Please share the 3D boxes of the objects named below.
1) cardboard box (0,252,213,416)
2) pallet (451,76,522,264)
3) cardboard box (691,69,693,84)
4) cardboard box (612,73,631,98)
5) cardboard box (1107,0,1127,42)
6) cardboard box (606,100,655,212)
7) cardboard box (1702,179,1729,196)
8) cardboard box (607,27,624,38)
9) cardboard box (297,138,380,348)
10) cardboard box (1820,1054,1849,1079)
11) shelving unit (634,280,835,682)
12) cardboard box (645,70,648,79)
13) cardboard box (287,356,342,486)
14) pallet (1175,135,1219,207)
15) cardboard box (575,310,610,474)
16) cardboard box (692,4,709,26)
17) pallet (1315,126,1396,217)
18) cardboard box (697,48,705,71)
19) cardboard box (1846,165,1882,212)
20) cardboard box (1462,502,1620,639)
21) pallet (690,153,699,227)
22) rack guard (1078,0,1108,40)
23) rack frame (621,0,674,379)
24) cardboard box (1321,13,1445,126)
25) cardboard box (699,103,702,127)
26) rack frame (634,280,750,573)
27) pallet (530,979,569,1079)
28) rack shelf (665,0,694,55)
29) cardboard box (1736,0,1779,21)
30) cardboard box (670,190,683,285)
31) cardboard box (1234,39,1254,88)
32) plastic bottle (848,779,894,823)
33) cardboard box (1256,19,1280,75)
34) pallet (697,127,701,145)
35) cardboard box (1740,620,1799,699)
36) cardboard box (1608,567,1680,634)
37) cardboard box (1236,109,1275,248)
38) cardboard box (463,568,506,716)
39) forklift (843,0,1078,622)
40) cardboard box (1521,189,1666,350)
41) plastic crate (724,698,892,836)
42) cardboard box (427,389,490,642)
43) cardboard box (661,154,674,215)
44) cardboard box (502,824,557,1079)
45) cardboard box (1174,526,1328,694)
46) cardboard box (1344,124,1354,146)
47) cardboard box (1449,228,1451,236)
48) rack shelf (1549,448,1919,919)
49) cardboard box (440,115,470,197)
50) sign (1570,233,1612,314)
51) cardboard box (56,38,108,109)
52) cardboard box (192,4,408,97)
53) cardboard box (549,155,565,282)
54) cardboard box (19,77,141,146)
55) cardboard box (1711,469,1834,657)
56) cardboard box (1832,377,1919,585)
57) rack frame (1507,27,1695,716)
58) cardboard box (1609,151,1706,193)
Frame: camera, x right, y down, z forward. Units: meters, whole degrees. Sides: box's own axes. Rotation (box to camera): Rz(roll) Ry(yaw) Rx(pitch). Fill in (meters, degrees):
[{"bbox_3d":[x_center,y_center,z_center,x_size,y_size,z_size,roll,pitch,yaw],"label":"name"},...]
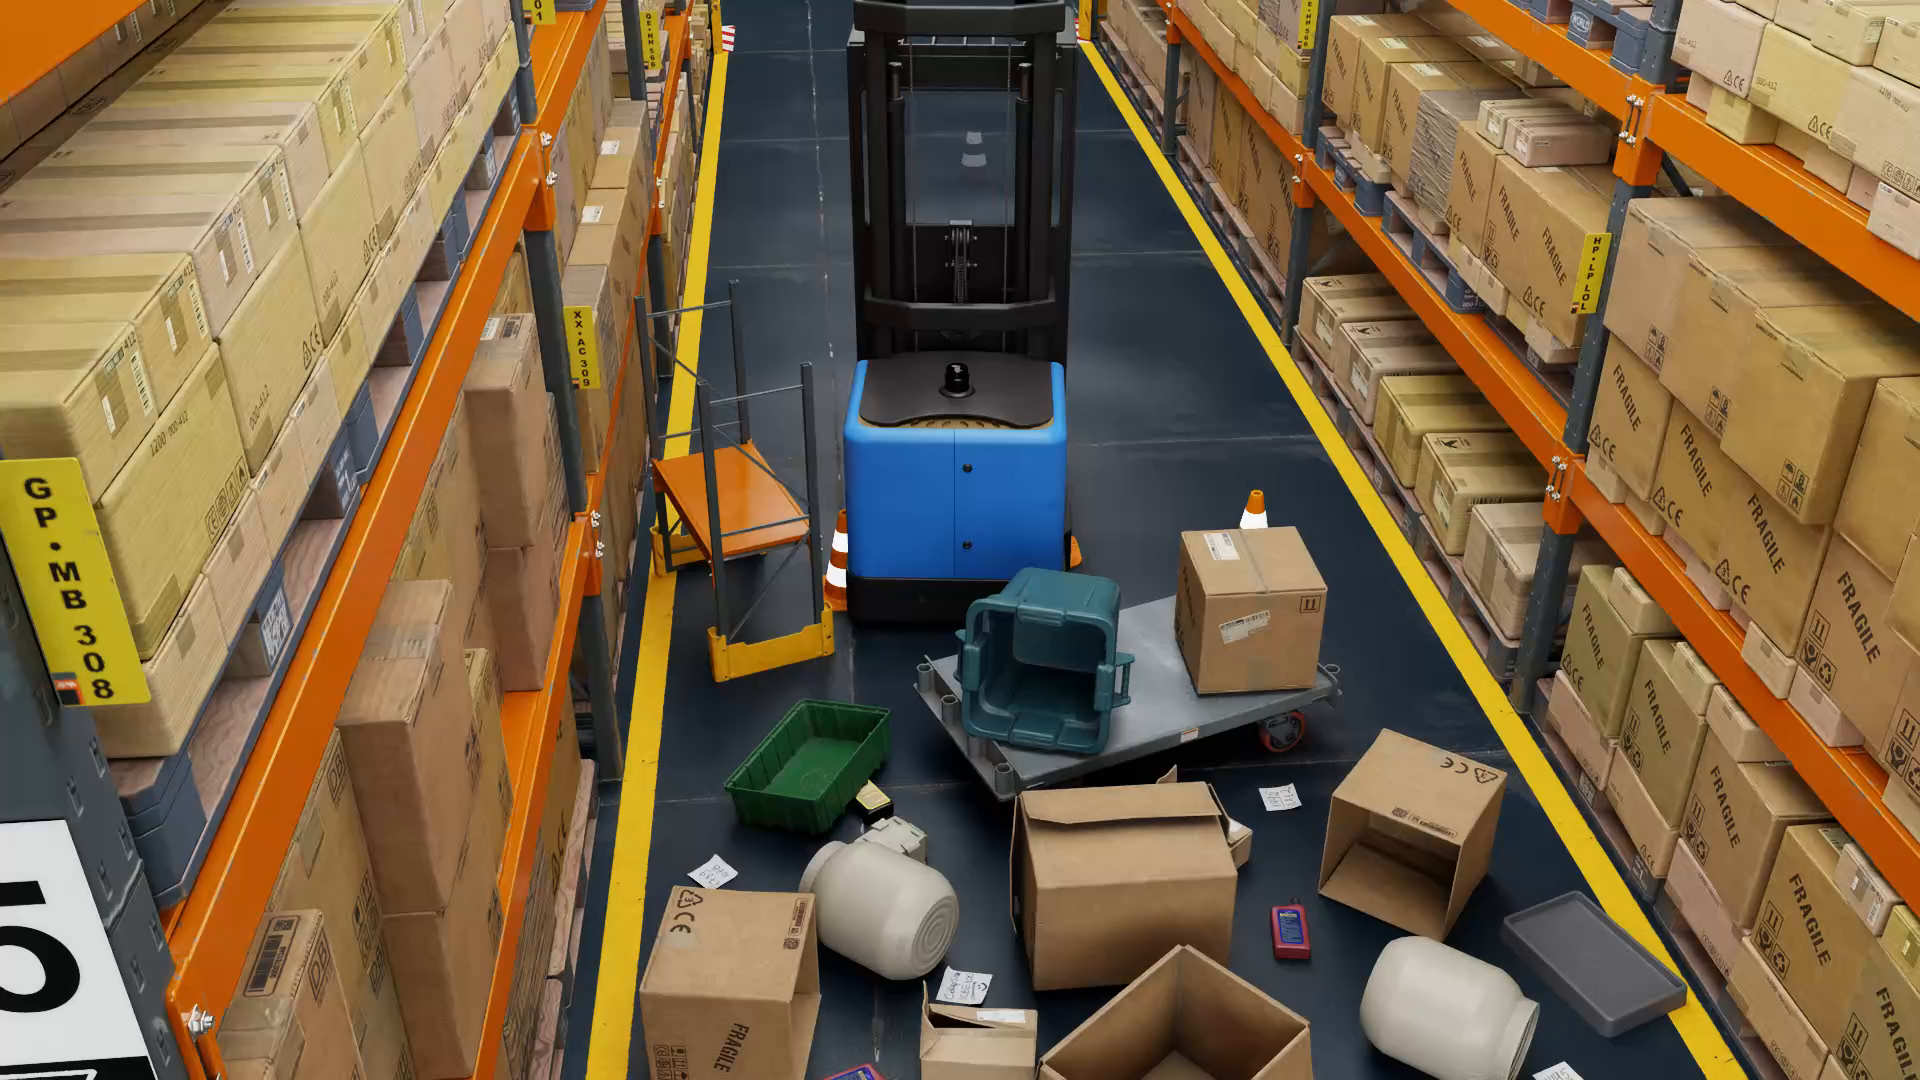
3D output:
[{"bbox_3d":[-1.297,-0.285,2.338,0.380,0.149,0.250,-3,31,-4],"label":"cardboard box"},{"bbox_3d":[-1.868,-1.100,4.827,1.003,0.211,1.213,-3,31,-5],"label":"pallet"},{"bbox_3d":[-2.474,-3.894,14.134,0.380,0.149,0.250,-1,31,-2],"label":"cardboard box"},{"bbox_3d":[-2.153,-2.767,10.003,0.380,0.149,0.250,-1,31,-2],"label":"cardboard box"},{"bbox_3d":[2.025,-5.432,17.008,0.875,0.438,0.875,-4,31,-6],"label":"cardboard box"},{"bbox_3d":[-1.998,-2.136,9.304,0.500,0.500,0.500,-3,31,-5],"label":"cardboard box"},{"bbox_3d":[3.293,-1.444,6.812,0.380,0.149,0.250,-3,31,-5],"label":"cardboard box"},{"bbox_3d":[-2.186,-3.021,10.137,0.380,0.149,0.250,-4,31,-6],"label":"cardboard box"},{"bbox_3d":[-1.446,-0.576,3.213,0.500,0.250,0.500,-3,31,-5],"label":"cardboard box"},{"bbox_3d":[2.975,1.821,5.049,0.500,0.250,0.500,-3,31,-4],"label":"cardboard box"},{"bbox_3d":[-1.076,-0.300,7.790,0.587,1.500,1.083,-13,33,-21],"label":"shelving unit"},{"bbox_3d":[-2.226,-3.033,10.739,0.380,0.149,0.250,-1,31,-2],"label":"cardboard box"},{"bbox_3d":[-1.344,-0.207,2.984,0.380,0.149,0.250,-3,31,-4],"label":"cardboard box"},{"bbox_3d":[2.385,-3.054,13.657,1.003,0.211,1.213,-3,31,-5],"label":"pallet"},{"bbox_3d":[-1.715,-0.593,6.719,0.500,0.500,0.500,-2,31,-4],"label":"cardboard box"},{"bbox_3d":[-2.636,-5.091,16.139,0.380,0.149,0.250,-3,31,-6],"label":"cardboard box"},{"bbox_3d":[2.784,-2.158,9.625,1.213,0.211,1.003,-3,31,-5],"label":"pallet"},{"bbox_3d":[-2.551,-4.423,15.311,0.380,0.149,0.250,-2,31,-4],"label":"cardboard box"},{"bbox_3d":[2.870,-1.042,4.889,0.380,0.149,0.250,-4,31,-6],"label":"cardboard box"},{"bbox_3d":[2.934,0.123,7.772,0.950,0.372,0.625,-2,31,-4],"label":"cardboard box"},{"bbox_3d":[-2.607,-2.758,13.162,1.003,0.211,1.213,-3,31,-5],"label":"pallet"},{"bbox_3d":[1.862,-5.623,17.676,1.175,0.500,0.348,-3,31,-5],"label":"rack guard"},{"bbox_3d":[-2.308,-2.310,9.693,1.000,3.000,0.127,-3,31,-5],"label":"rack frame"},{"bbox_3d":[2.423,-2.709,9.564,0.500,0.500,0.500,-4,31,-6],"label":"cardboard box"},{"bbox_3d":[-2.420,-3.646,14.300,0.380,0.149,0.250,-2,31,-3],"label":"cardboard box"},{"bbox_3d":[-1.281,-0.534,8.181,0.500,1.500,0.032,-13,33,-21],"label":"rack frame"},{"bbox_3d":[-1.824,1.945,5.288,1.003,0.211,1.213,-3,31,-5],"label":"pallet"},{"bbox_3d":[-2.868,-5.065,15.006,1.077,0.370,4.000,-3,31,-5],"label":"rack shelf"},{"bbox_3d":[2.743,-1.771,5.333,0.380,0.149,0.250,-2,31,-3],"label":"cardboard box"},{"bbox_3d":[-2.170,-2.048,11.281,0.500,0.500,0.500,-2,31,-4],"label":"cardboard box"},{"bbox_3d":[2.211,-3.299,11.493,0.500,0.250,0.500,-3,31,-5],"label":"cardboard box"},{"bbox_3d":[-0.405,1.062,6.912,0.133,0.061,0.283,-20,36,-30],"label":"plastic bottle"},{"bbox_3d":[2.262,-3.246,10.918,0.500,0.250,0.500,-4,31,-6],"label":"cardboard box"},{"bbox_3d":[-2.779,-3.497,14.398,1.003,0.211,1.213,-3,31,-5],"label":"pallet"},{"bbox_3d":[2.805,0.381,5.433,0.380,0.149,0.250,-3,31,-4],"label":"cardboard box"},{"bbox_3d":[2.723,0.224,6.359,0.380,0.149,0.250,-2,31,-4],"label":"cardboard box"},{"bbox_3d":[2.550,-2.680,11.973,0.875,0.875,0.875,-2,31,-4],"label":"cardboard box"},{"bbox_3d":[-1.880,0.416,4.982,0.875,0.550,0.550,-3,31,-5],"label":"cardboard box"},{"bbox_3d":[0.018,-1.579,8.535,1.130,2.935,3.031,1,31,1],"label":"forklift"},{"bbox_3d":[2.713,-1.133,6.924,0.500,0.500,0.500,-3,31,-6],"label":"cardboard box"},{"bbox_3d":[-0.613,0.940,6.937,0.450,0.188,0.662,4,30,26],"label":"plastic crate"},{"bbox_3d":[-1.853,-0.049,4.707,0.875,0.550,0.550,-3,31,-5],"label":"cardboard box"},{"bbox_3d":[-2.178,-2.362,11.076,0.500,0.250,0.500,-3,31,-5],"label":"cardboard box"},{"bbox_3d":[-1.857,1.248,5.398,0.875,0.875,0.875,-3,31,-4],"label":"cardboard box"},{"bbox_3d":[1.216,0.292,7.036,0.500,0.500,0.500,-3,31,-5],"label":"cardboard box"},{"bbox_3d":[2.450,-2.351,9.596,0.380,0.149,0.250,-5,31,-8],"label":"cardboard box"},{"bbox_3d":[2.659,-1.540,8.238,0.380,0.149,0.250,-4,31,-6],"label":"cardboard box"},{"bbox_3d":[3.172,0.773,5.232,1.077,0.370,4.000,-3,31,-5],"label":"rack shelf"},{"bbox_3d":[-1.486,-0.982,4.282,0.380,0.149,0.250,-2,31,-4],"label":"cardboard box"},{"bbox_3d":[2.433,-1.026,6.413,0.100,0.325,0.005,-3,31,-5],"label":"sign"},{"bbox_3d":[-2.096,-1.035,3.593,0.380,0.149,0.250,-3,31,-5],"label":"cardboard box"},{"bbox_3d":[-1.440,-1.067,3.646,0.380,0.149,0.250,-2,31,-4],"label":"cardboard box"},{"bbox_3d":[-2.036,-1.256,6.855,0.700,0.500,0.500,-3,31,-5],"label":"cardboard box"},{"bbox_3d":[-2.023,-0.806,3.598,0.500,0.250,0.500,-2,31,-4],"label":"cardboard box"},{"bbox_3d":[2.853,0.022,5.400,0.500,0.500,0.500,-3,31,-5],"label":"cardboard box"},{"bbox_3d":[2.995,-0.141,4.698,0.700,0.500,0.500,-3,31,-5],"label":"cardboard box"},{"bbox_3d":[2.985,-0.557,6.757,1.000,3.000,0.127,-3,31,-5],"label":"rack frame"},{"bbox_3d":[3.179,-1.417,7.400,0.500,0.500,0.500,-3,31,-4],"label":"cardboard box"}]
